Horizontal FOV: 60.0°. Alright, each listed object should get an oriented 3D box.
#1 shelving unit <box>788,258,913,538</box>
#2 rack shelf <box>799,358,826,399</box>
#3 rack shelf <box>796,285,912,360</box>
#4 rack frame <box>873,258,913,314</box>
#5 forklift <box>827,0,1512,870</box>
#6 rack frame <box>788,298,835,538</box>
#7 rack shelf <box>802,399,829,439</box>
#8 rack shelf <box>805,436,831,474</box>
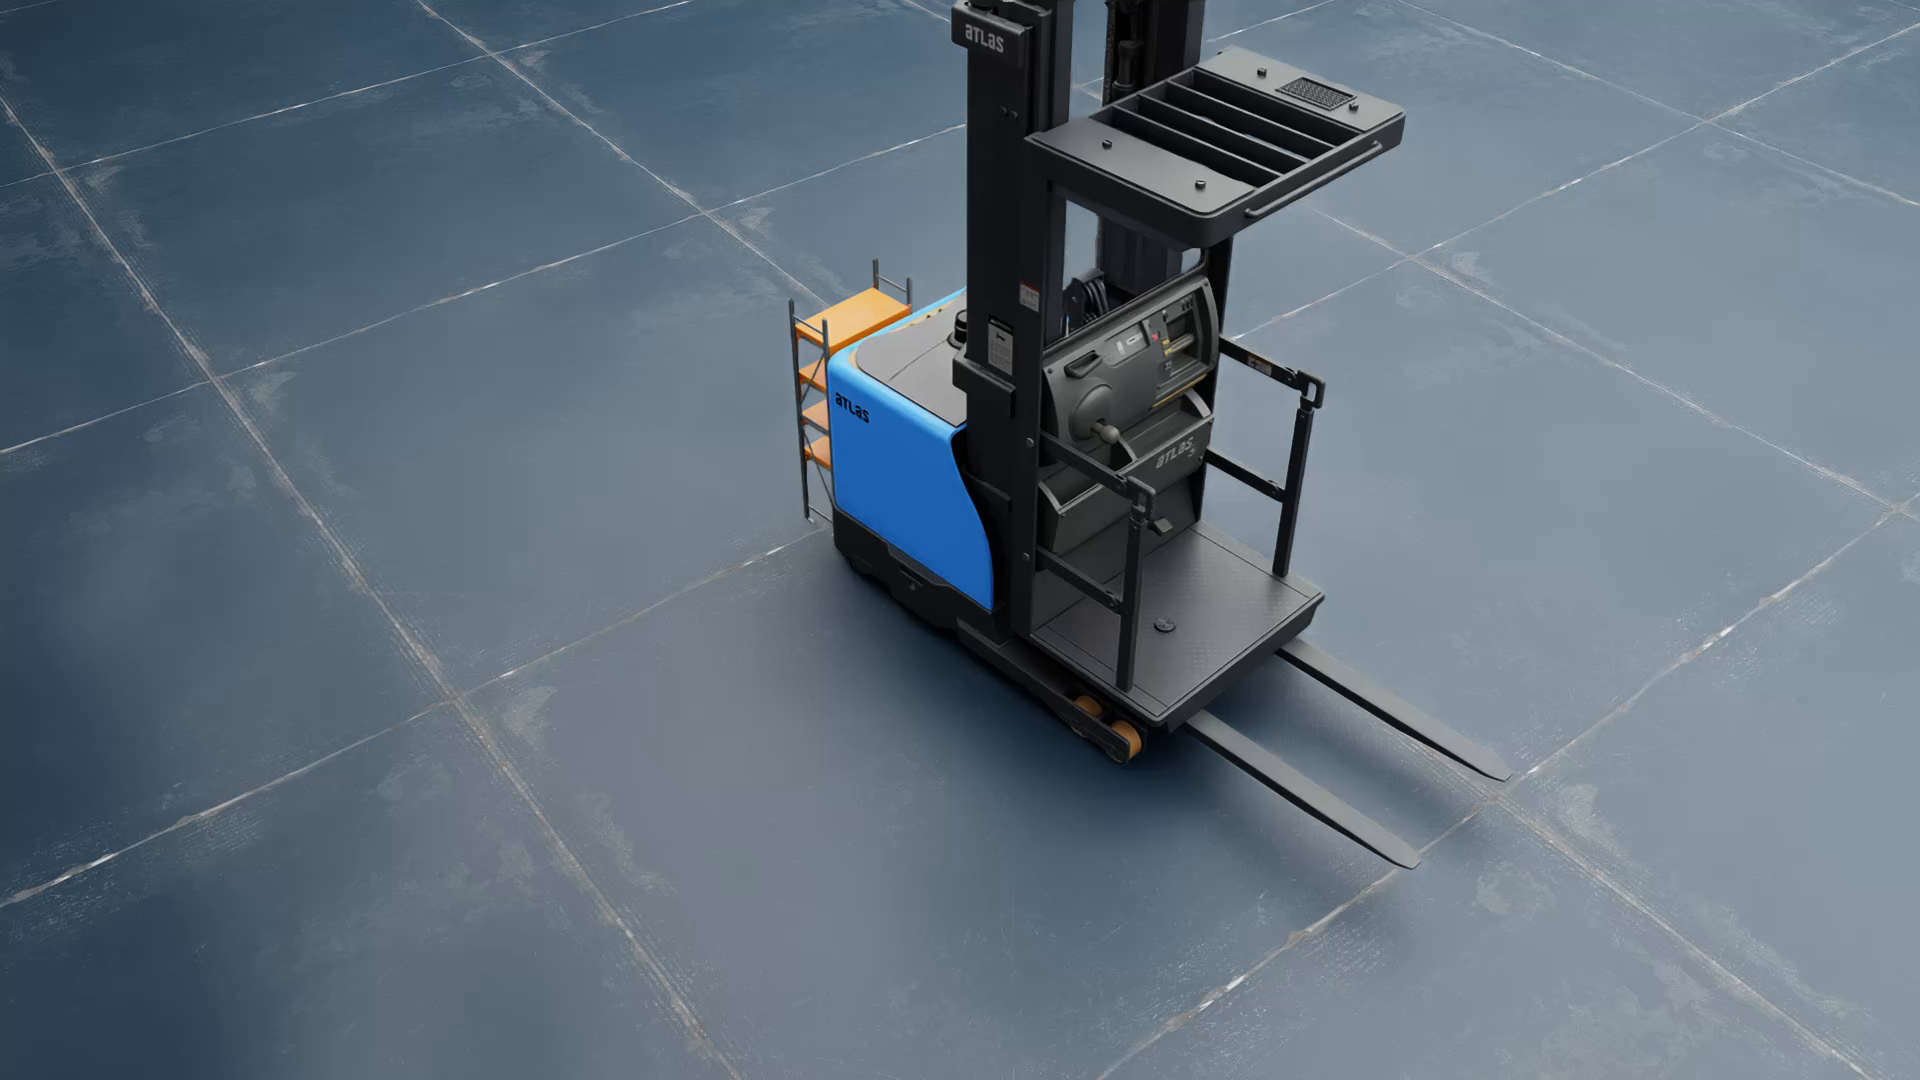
[{"bbox_3d":[-0.473,-0.625,7.566,0.503,1.200,0.258,-32,49,-33],"label":"shelving unit"},{"bbox_3d":[-0.473,-0.746,7.467,0.480,0.148,0.258,-32,49,-33],"label":"rack shelf"},{"bbox_3d":[-0.473,-0.929,7.317,0.480,0.148,0.258,-32,49,-33],"label":"rack shelf"},{"bbox_3d":[-0.299,-0.734,7.698,0.015,1.200,0.240,-32,49,-33],"label":"rack frame"},{"bbox_3d":[0.809,-0.617,6.191,1.130,2.935,3.031,-32,49,-33],"label":"forklift"},{"bbox_3d":[-0.647,-0.516,7.434,0.015,1.200,0.240,-32,49,-33],"label":"rack frame"},{"bbox_3d":[-0.473,-0.573,7.609,0.480,0.148,0.258,-32,49,-33],"label":"rack shelf"},{"bbox_3d":[-0.473,-0.420,7.735,0.480,0.148,0.258,-32,49,-33],"label":"rack shelf"}]
